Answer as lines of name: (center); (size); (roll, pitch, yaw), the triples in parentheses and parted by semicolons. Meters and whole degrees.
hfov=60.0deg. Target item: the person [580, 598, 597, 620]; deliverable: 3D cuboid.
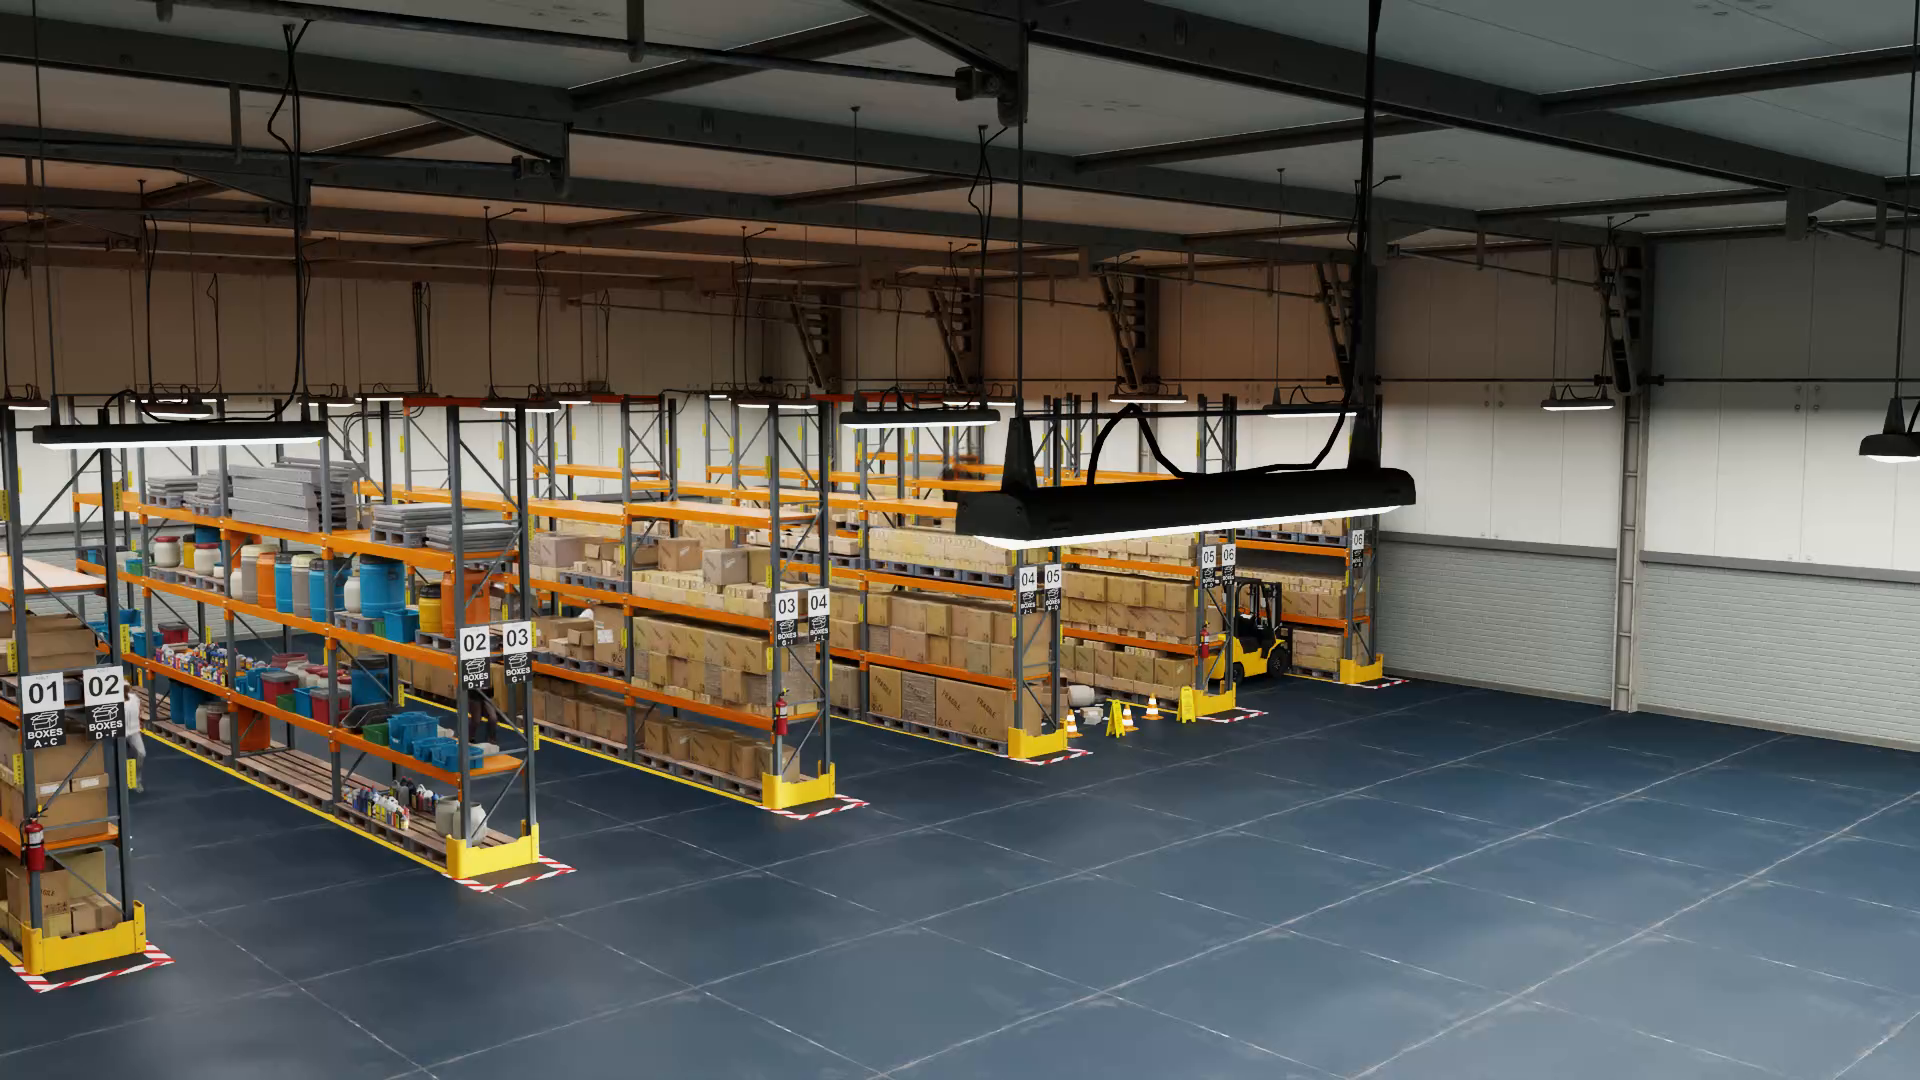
person: (-7.820, 2.055, 35.440); (0.645, 1.749, 0.671); (5, 8, 44)

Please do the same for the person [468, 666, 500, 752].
person: (-8.166, 2.752, 28.303); (0.779, 1.783, 0.637); (5, 8, 43)

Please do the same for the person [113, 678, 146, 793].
person: (-12.783, 3.003, 25.470); (0.738, 1.806, 0.654); (5, 7, 40)

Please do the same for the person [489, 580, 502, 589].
person: (-11.149, 1.636, 39.550); (0.711, 1.746, 0.877); (2, 6, 21)
